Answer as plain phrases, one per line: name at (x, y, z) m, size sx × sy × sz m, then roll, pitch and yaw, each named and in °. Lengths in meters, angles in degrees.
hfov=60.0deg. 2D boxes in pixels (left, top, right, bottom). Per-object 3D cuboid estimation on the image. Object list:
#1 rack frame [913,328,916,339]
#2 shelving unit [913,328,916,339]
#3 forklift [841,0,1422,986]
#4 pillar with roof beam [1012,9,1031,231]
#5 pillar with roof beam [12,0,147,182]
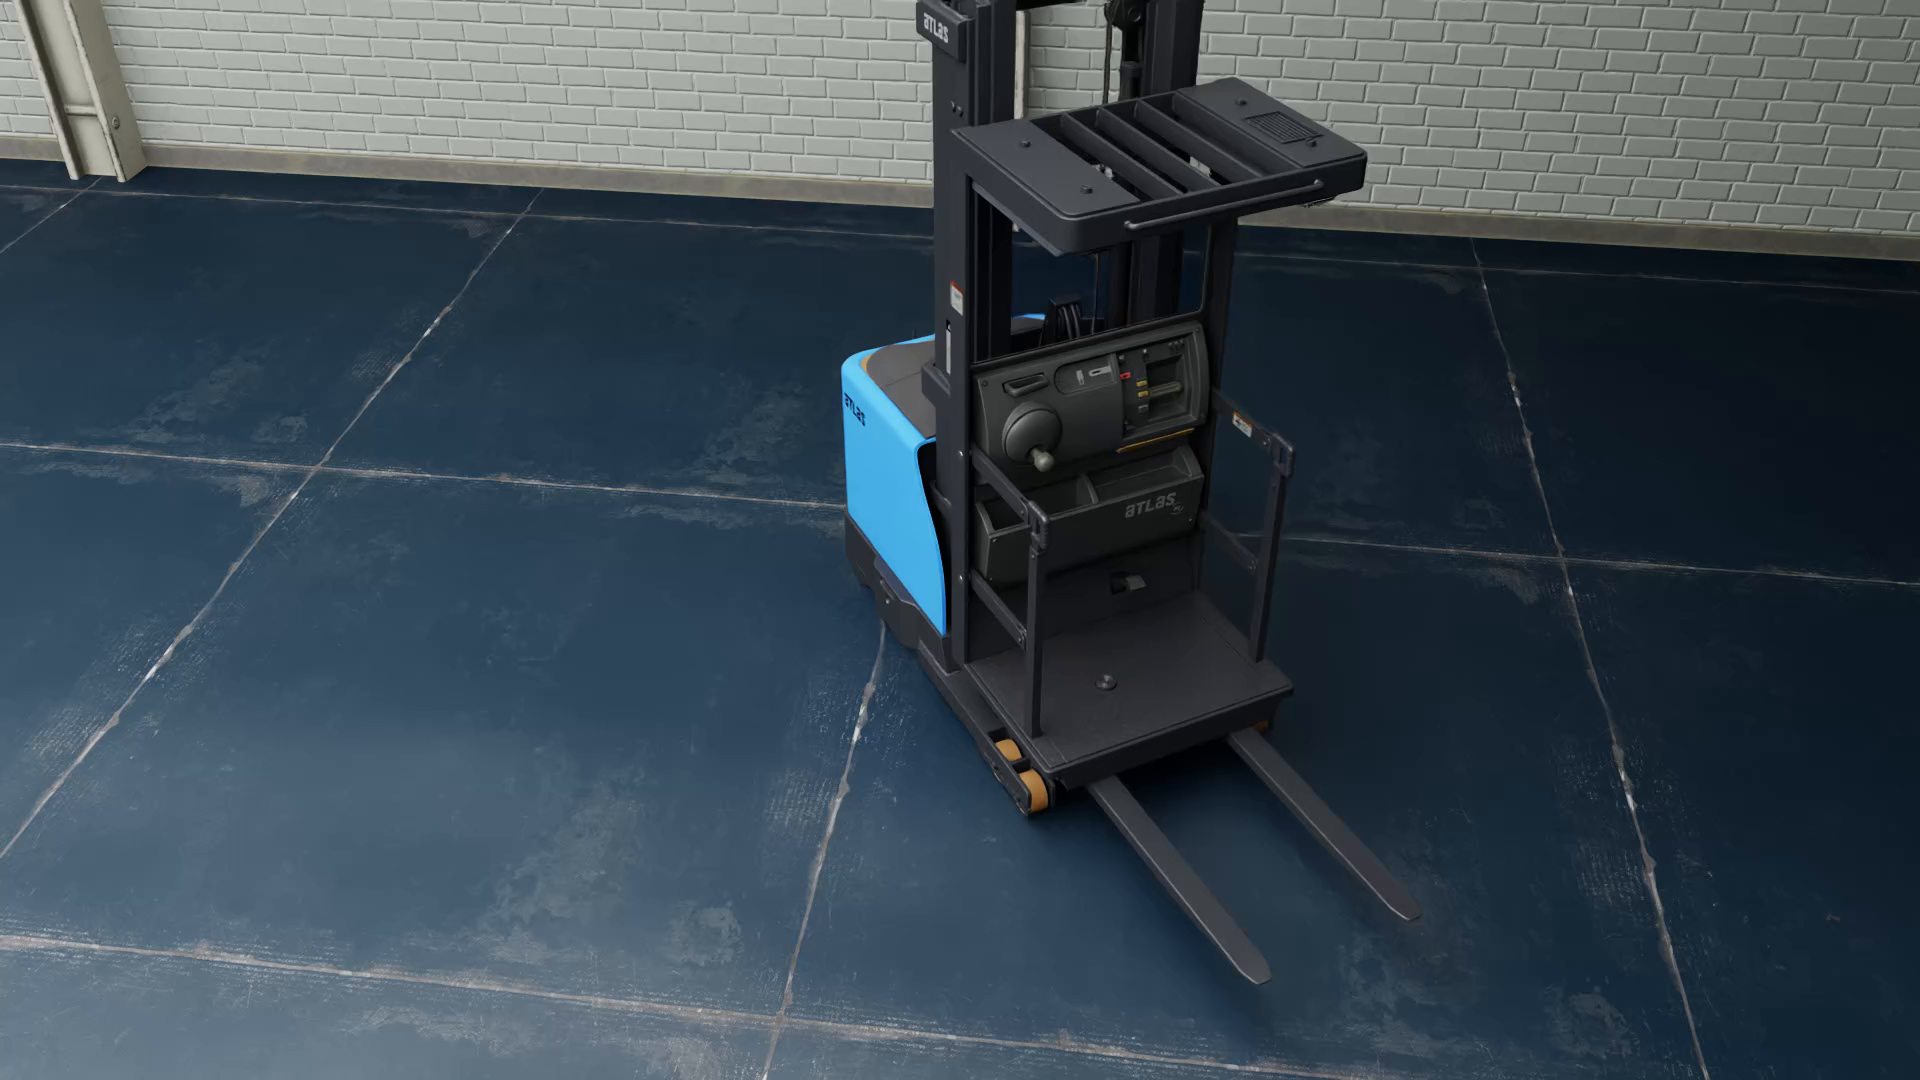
rack frame at (-0.226, -0.528, 7.715) m, size 0.006 × 0.900 × 0.240 m, roll 6°, pitch 36°, yaw 8°
shelving unit at (-0.126, -0.518, 7.701) m, size 0.210 × 0.900 × 0.258 m, roll 6°, pitch 36°, yaw 8°
forklift at (0.589, -0.451, 5.859) m, size 1.130 × 2.935 × 3.031 m, roll -16°, pitch 39°, yaw -21°
pillar with roof beam at (-0.342, -3.231, 4.530) m, size 0.400 × 9.000 × 9.100 m, roll 4°, pitch 36°, yaw 6°
pillar with roof beam at (-6.293, -3.675, 5.152) m, size 0.400 × 9.000 × 9.100 m, roll 4°, pitch 36°, yaw 6°
